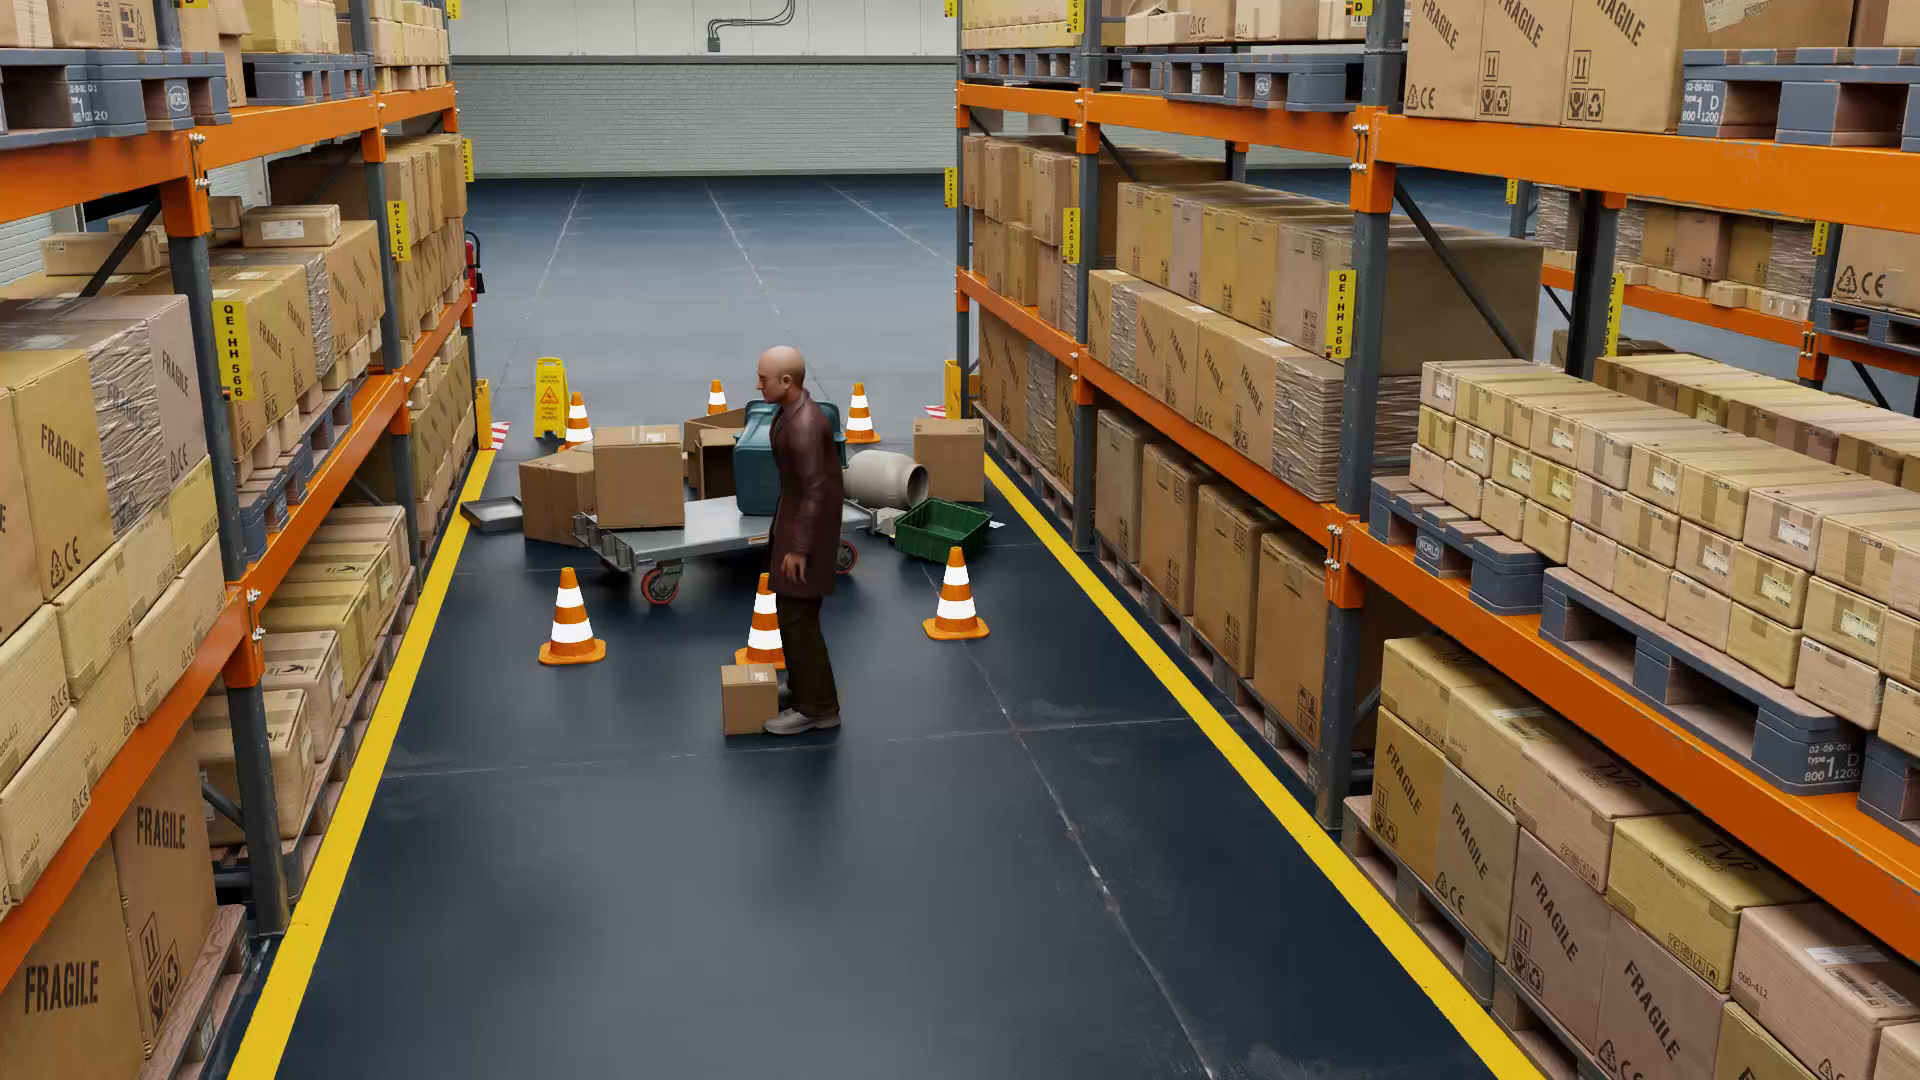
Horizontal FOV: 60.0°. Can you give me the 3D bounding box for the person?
[{"bbox_3d":[-0.739,-0.009,7.590,0.420,1.774,0.643,-3,16,-11],"label":"person"}]
